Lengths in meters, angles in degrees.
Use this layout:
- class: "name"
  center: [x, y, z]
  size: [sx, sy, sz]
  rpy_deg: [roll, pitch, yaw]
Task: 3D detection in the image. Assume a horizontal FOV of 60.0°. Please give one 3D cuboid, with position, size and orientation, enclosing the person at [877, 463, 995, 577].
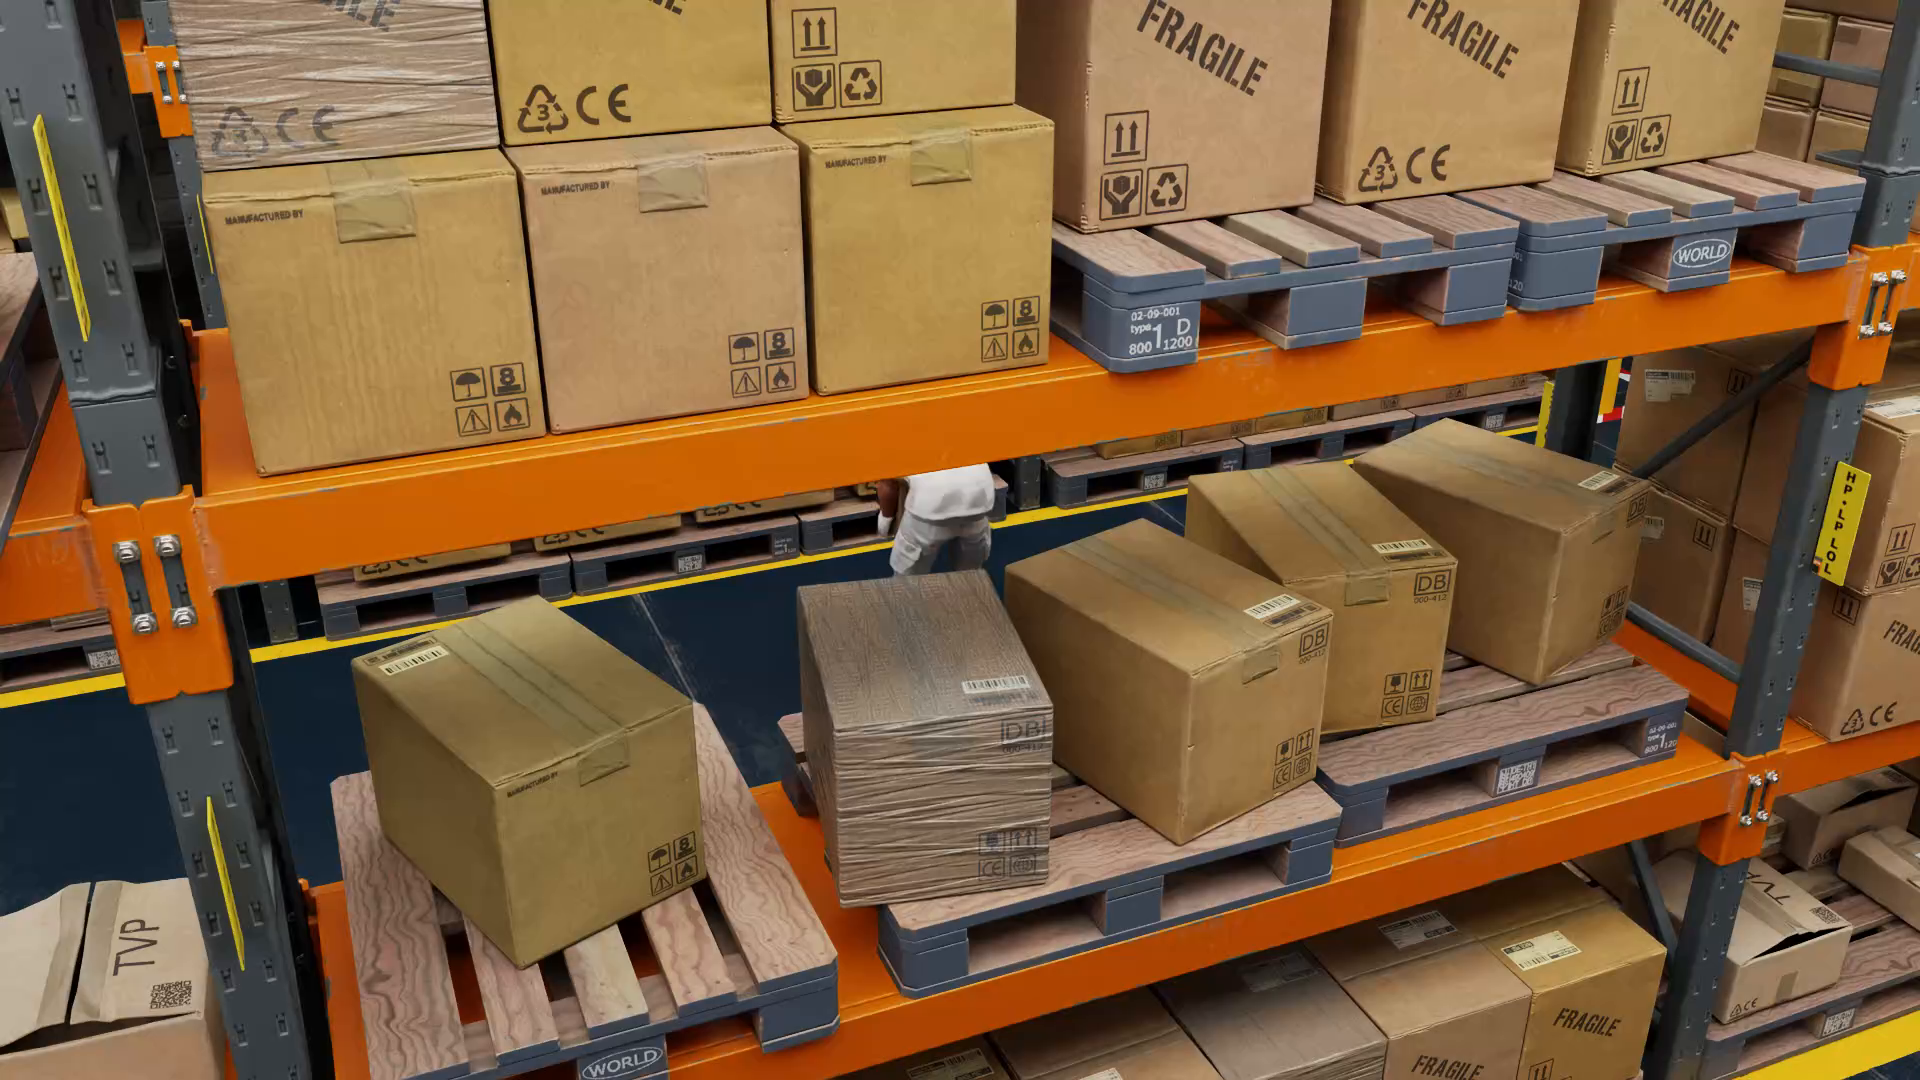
- class: "person"
  center: [-0.154, -0.136, 7.664]
  size: [0.489, 1.528, 0.823]
  rpy_deg: [-11, 28, -22]
